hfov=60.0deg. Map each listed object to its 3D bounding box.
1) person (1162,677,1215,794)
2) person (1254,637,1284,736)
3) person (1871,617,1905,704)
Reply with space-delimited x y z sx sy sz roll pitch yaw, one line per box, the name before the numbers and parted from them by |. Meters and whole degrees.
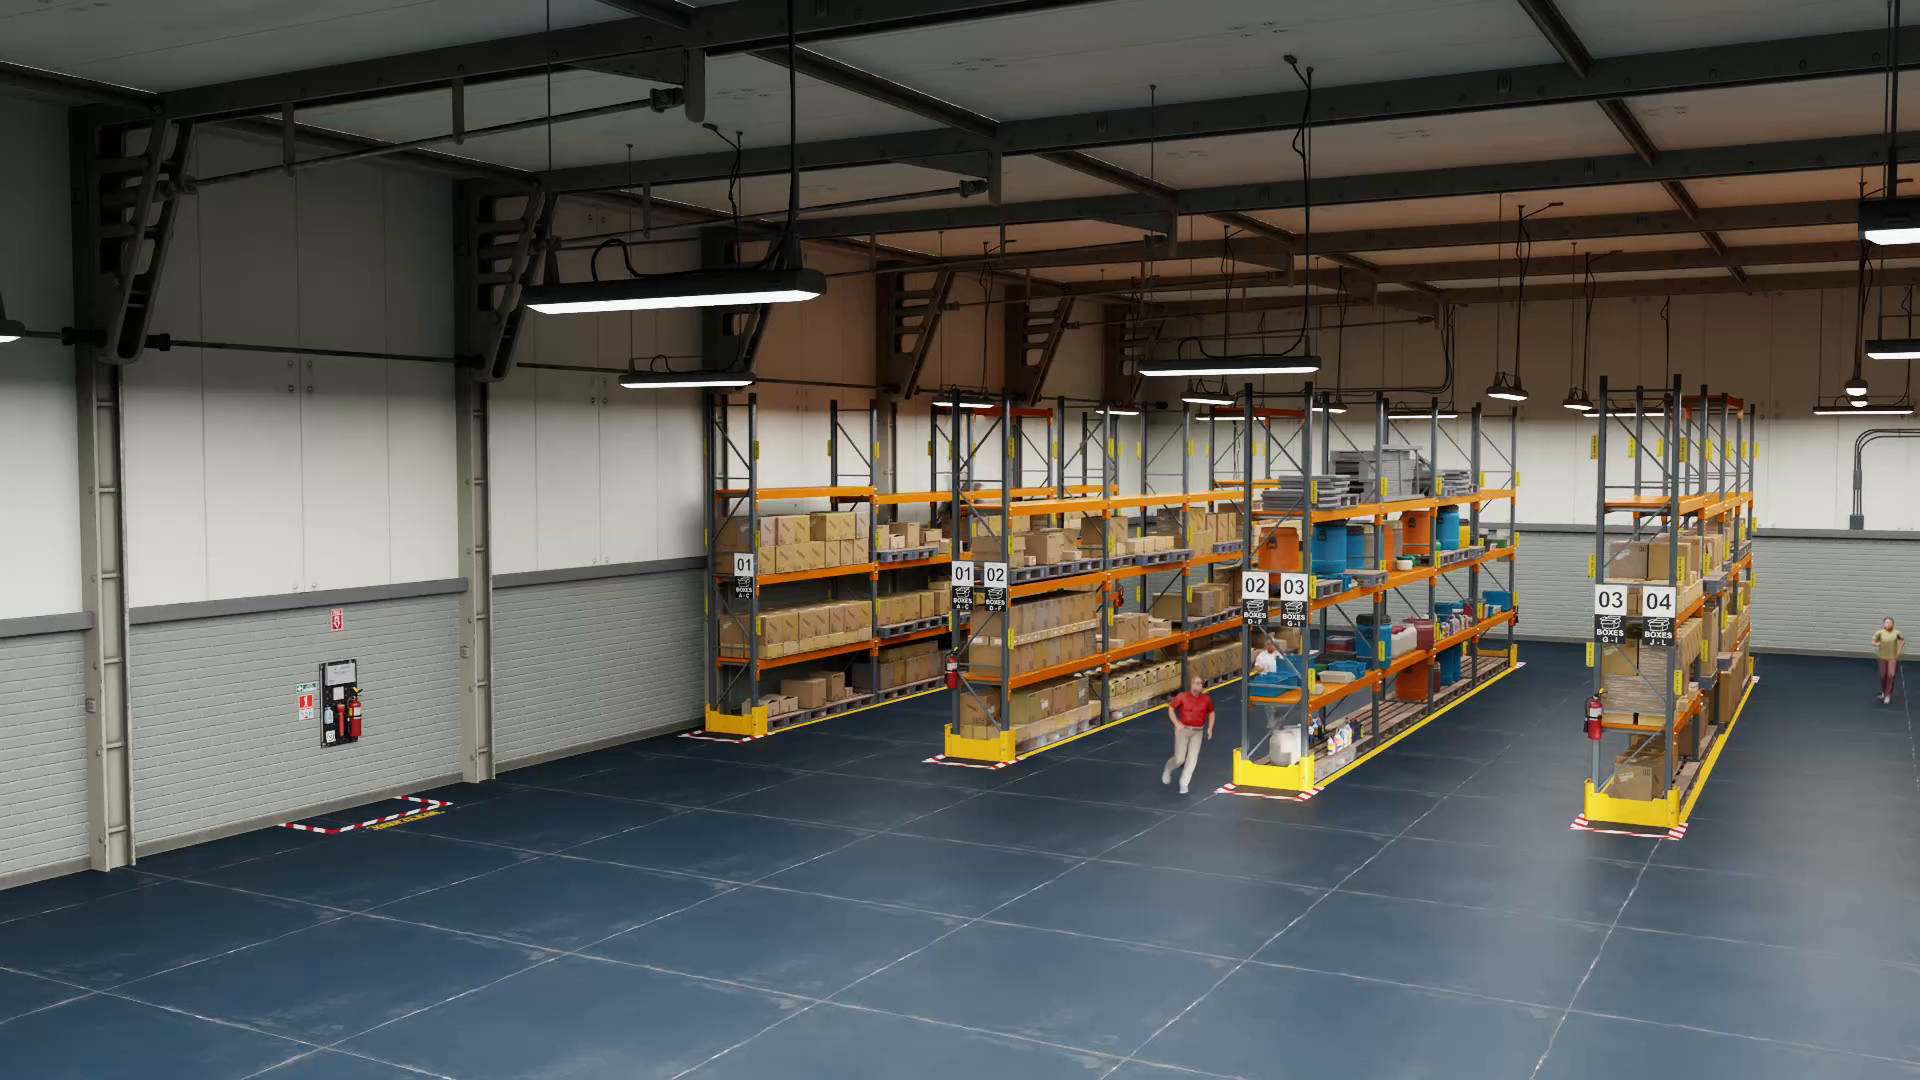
person | 3.406 2.844 24.504 0.738 1.678 0.688 0 3 -9
person | 5.518 2.579 29.458 0.576 1.724 0.764 2 4 30
person | 18.330 2.355 32.880 0.581 1.671 0.965 2 4 35
